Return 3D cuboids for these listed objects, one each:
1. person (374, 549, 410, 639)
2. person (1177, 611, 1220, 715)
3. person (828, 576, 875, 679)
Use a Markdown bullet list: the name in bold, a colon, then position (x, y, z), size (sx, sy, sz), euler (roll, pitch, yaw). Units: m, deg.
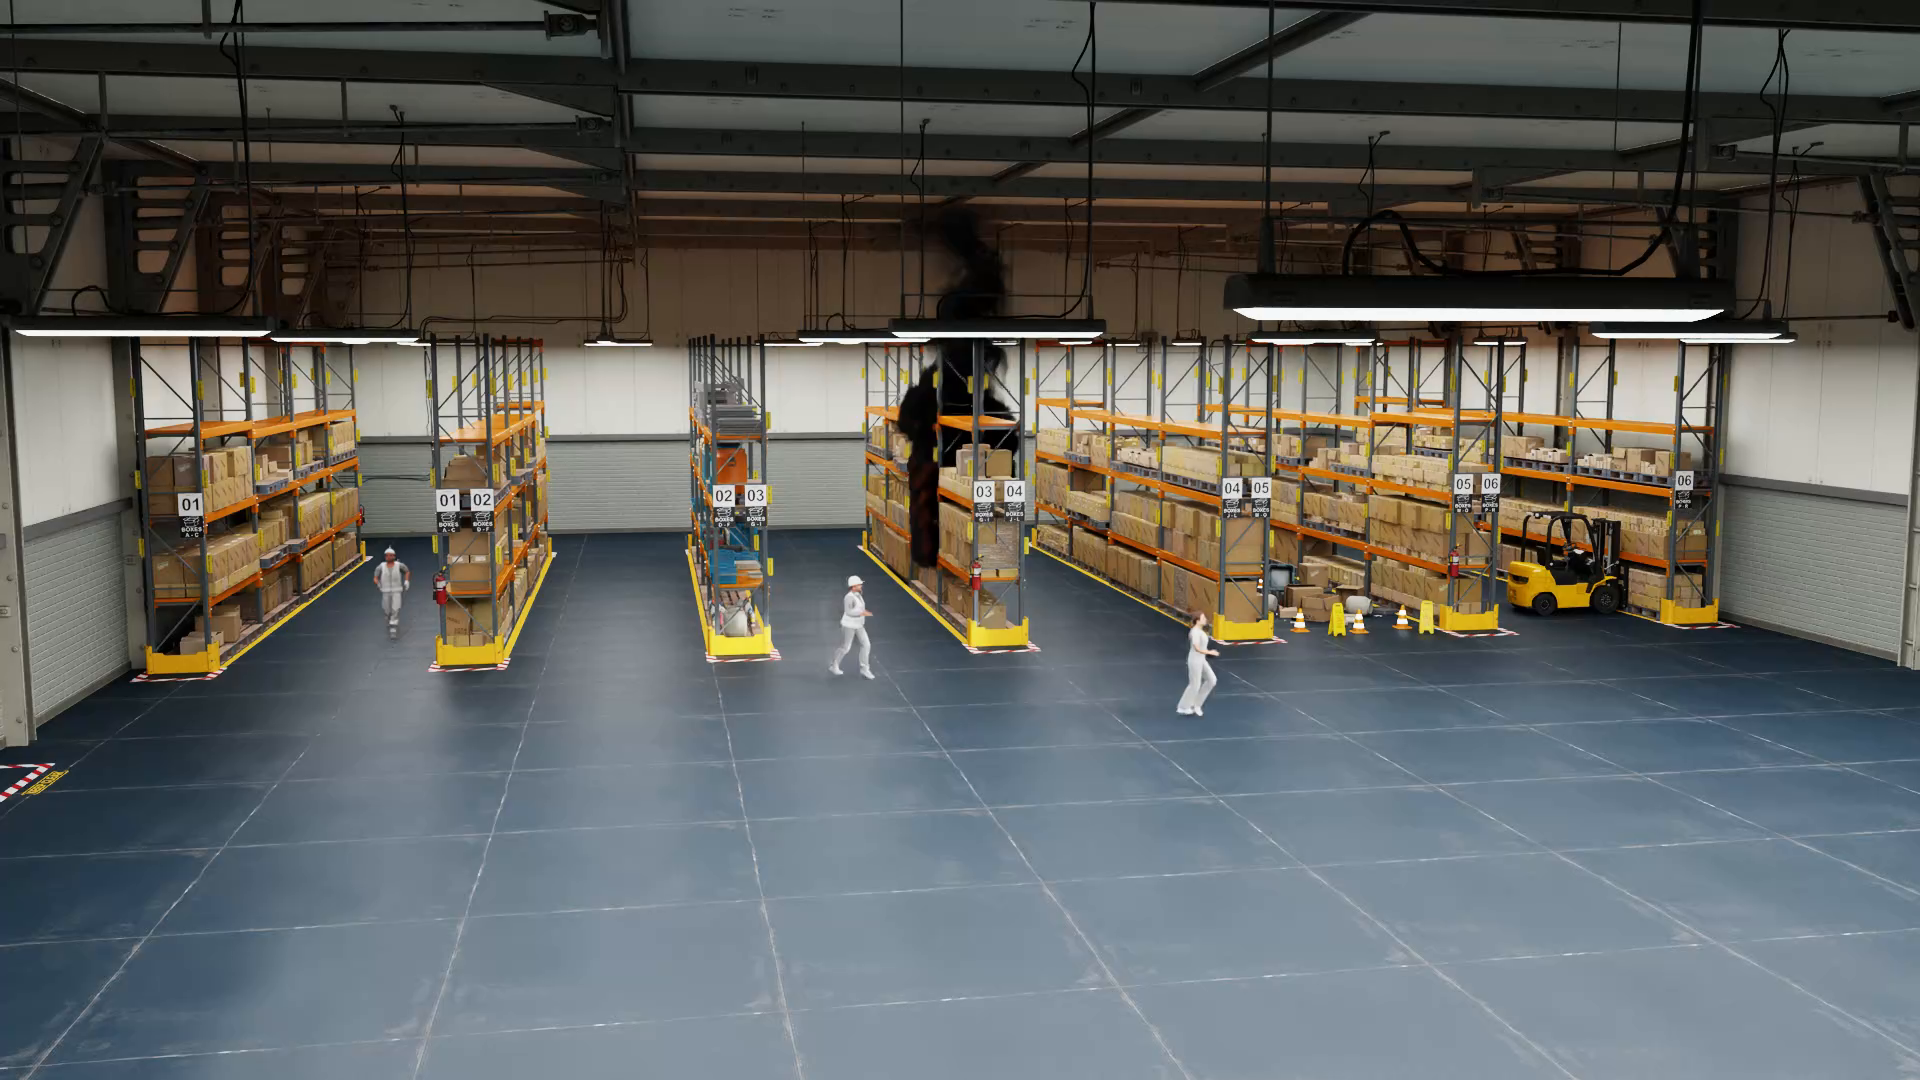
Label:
- **person**: position (-11.324, 1.047, 33.160), size (0.672, 1.760, 0.993), euler (-2, 7, -15)
- **person**: position (3.742, 1.934, 25.988), size (0.664, 1.678, 0.592), euler (2, 7, 19)
- **person**: position (-1.884, 1.527, 28.979), size (0.859, 1.822, 0.604), euler (3, 7, 25)
